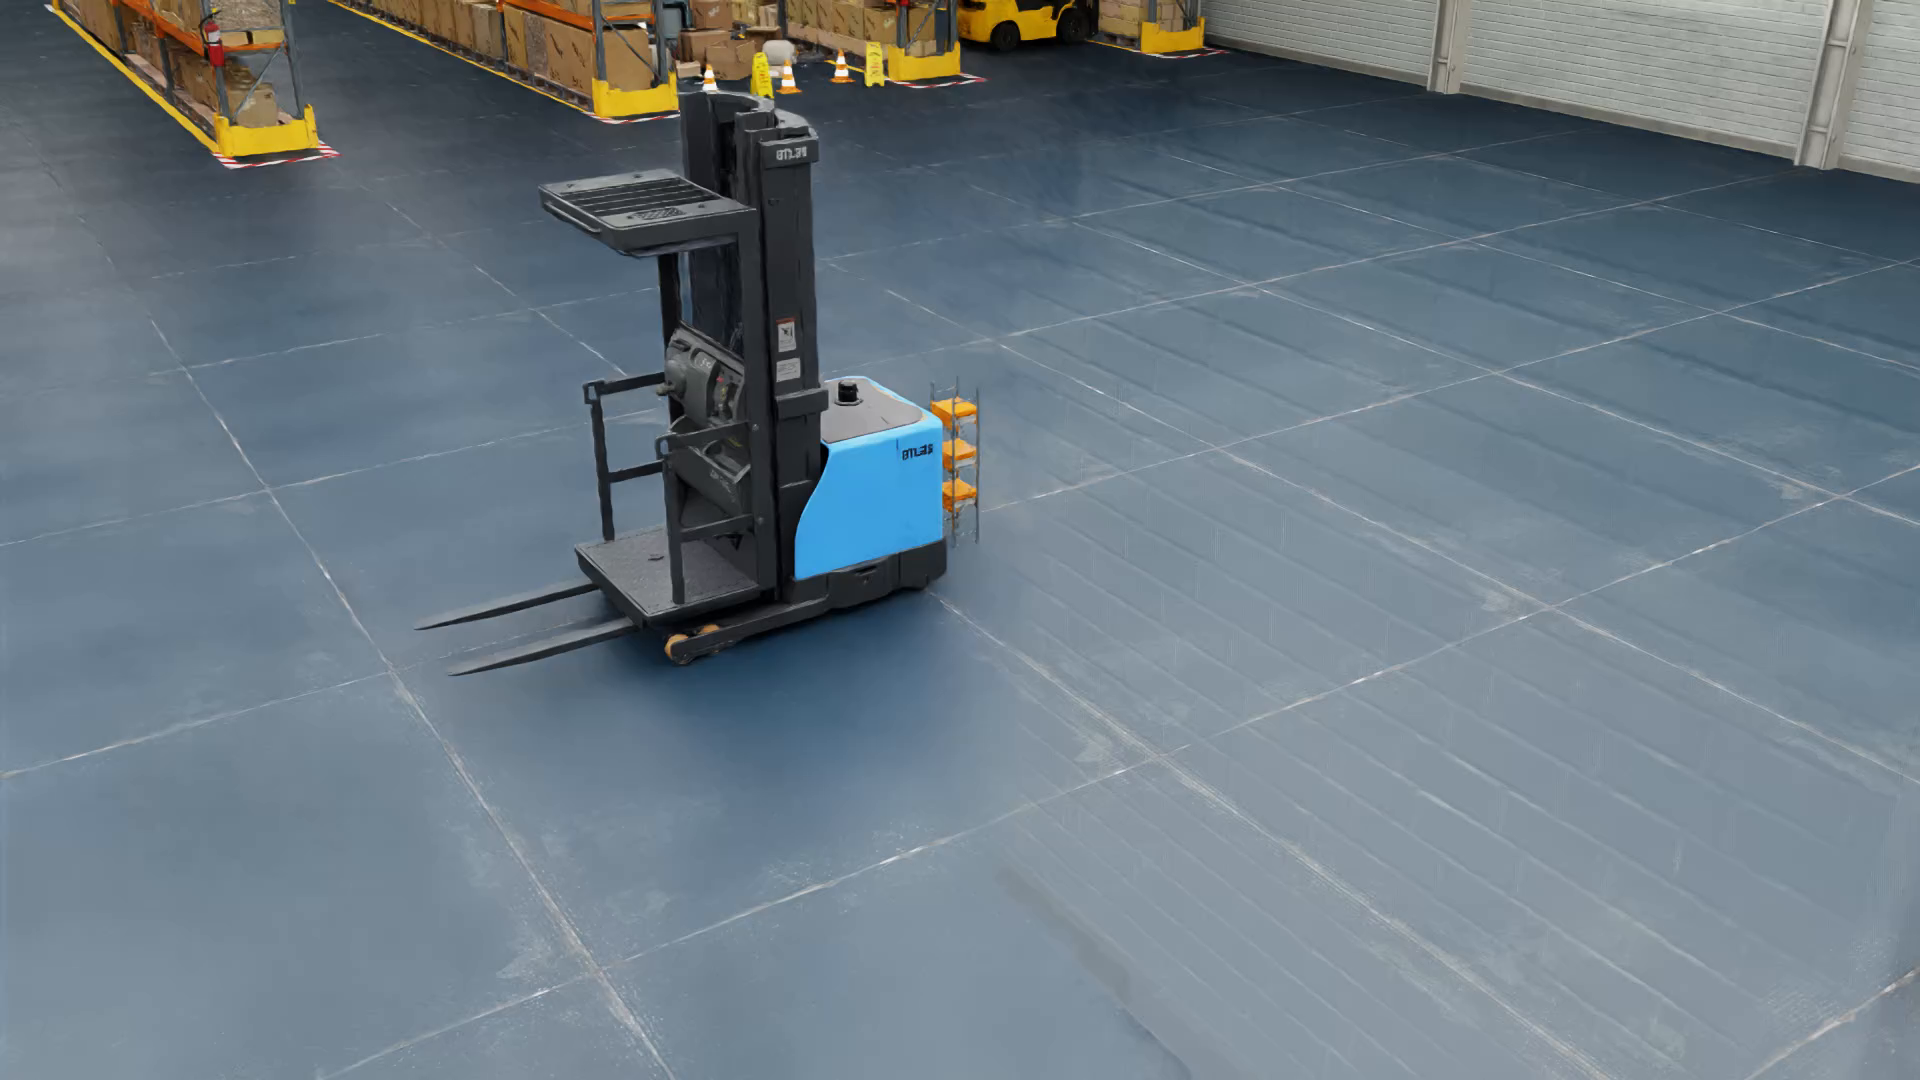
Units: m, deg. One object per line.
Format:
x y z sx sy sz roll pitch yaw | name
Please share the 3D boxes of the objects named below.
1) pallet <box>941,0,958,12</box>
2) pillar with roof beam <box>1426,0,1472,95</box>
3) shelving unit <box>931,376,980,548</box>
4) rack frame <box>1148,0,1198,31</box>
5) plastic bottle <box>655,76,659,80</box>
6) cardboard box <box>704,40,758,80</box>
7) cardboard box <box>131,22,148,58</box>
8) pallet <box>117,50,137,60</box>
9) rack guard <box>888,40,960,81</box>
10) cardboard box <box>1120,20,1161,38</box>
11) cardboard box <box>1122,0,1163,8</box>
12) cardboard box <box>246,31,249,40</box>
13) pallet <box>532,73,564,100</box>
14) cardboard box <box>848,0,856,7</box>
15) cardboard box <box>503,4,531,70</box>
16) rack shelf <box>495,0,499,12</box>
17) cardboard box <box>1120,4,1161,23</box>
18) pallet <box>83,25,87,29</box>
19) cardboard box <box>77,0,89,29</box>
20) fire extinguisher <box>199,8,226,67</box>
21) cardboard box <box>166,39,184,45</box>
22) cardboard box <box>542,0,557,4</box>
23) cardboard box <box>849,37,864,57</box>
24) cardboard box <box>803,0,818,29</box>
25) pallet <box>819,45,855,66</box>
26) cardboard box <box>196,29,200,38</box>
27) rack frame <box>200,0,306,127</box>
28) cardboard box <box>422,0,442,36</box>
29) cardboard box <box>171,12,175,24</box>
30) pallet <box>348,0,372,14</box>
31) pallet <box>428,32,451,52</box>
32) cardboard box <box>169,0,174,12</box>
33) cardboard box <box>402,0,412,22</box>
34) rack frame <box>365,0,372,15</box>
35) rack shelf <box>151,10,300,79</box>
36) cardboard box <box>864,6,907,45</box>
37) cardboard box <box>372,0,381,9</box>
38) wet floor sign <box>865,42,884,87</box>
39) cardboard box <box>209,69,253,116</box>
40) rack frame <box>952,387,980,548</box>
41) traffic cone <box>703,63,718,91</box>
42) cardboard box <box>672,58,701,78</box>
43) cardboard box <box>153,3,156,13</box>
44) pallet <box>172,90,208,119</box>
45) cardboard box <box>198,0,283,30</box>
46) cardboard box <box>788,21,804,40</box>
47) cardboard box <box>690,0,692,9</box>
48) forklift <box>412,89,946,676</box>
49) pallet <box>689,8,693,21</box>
0.349 -10.667 33.098 1.003 0.211 1.213 -16 29 -30 | pallet
3.681 -9.828 21.028 9.100 9.000 0.400 -16 29 -30 | pillar with roof beam
-0.029 -0.494 10.566 0.215 1.050 0.252 -16 29 -30 | shelving unit
3.637 -9.806 28.008 1.000 3.000 0.127 -16 29 -30 | rack frame
-4.620 -7.247 26.030 0.133 0.061 0.283 18 31 33 | plastic bottle
-3.600 -7.557 26.168 0.637 0.503 0.797 7 26 15 | cardboard box
-12.807 -8.033 26.665 0.700 0.500 0.500 -17 30 -32 | cardboard box
-13.557 -8.238 27.953 1.003 0.211 1.213 -16 29 -30 | pallet
-0.561 -7.544 26.146 1.175 0.500 0.348 -16 29 -30 | rack guard
3.116 -8.847 28.705 0.500 0.250 0.500 -15 29 -29 | cardboard box
3.124 -9.296 28.486 0.500 0.250 0.500 -14 29 -28 | cardboard box
-8.899 -6.476 21.248 0.380 0.149 0.250 -16 29 -30 | cardboard box
-5.776 -6.900 25.120 1.003 0.211 1.213 -16 29 -30 | pallet
-1.567 -8.659 26.668 0.380 0.149 0.250 -15 29 -29 | cardboard box
-6.511 -7.876 25.918 0.875 0.875 0.875 -15 29 -29 | cardboard box
-7.887 -9.279 27.734 1.077 0.370 4.000 -16 29 -30 | rack shelf
3.109 -9.079 28.613 0.500 0.250 0.500 -16 30 -30 | cardboard box
-15.723 -9.659 30.964 1.003 0.211 1.213 -16 29 -30 | pallet
-15.007 -9.635 29.643 1.225 0.875 0.875 -15 29 -29 | cardboard box
-9.146 -6.155 20.365 0.296 0.674 0.183 -16 29 -30 | fire extinguisher
-11.568 -7.237 24.979 0.700 0.500 0.500 -16 29 -30 | cardboard box
-5.695 -8.249 24.534 0.875 0.550 0.500 -16 29 -30 | cardboard box
-1.463 -8.008 26.928 0.500 0.250 0.500 -15 29 -29 | cardboard box
-2.305 -8.901 27.942 0.500 0.500 0.500 -14 29 -28 | cardboard box
-1.637 -8.148 27.764 1.003 0.211 1.213 -16 29 -30 | pallet
-9.590 -6.538 21.381 0.380 0.149 0.250 -16 29 -30 | cardboard box
-8.823 -6.338 20.662 1.000 3.000 0.127 -16 29 -30 | rack frame
-8.722 -9.253 28.980 1.050 0.750 0.750 -16 30 -30 | cardboard box
-10.438 -7.067 22.500 0.380 0.149 0.250 -16 29 -30 | cardboard box
-11.559 -10.721 33.213 1.003 0.211 1.213 -16 29 -30 | pallet
-8.612 -8.759 29.056 1.003 0.211 1.213 -16 29 -30 | pallet
-10.212 -7.431 22.511 0.875 0.500 0.500 -16 29 -30 | cardboard box
-9.838 -9.740 30.304 0.500 0.500 0.500 -14 29 -28 | cardboard box
-11.163 -11.750 32.126 1.000 3.000 0.127 -16 29 -30 | rack frame
-9.915 -6.728 22.331 1.077 0.370 4.000 -16 29 -30 | rack shelf
-1.176 -8.159 26.370 0.500 0.500 0.500 -15 29 -29 | cardboard box
-10.982 -10.483 31.879 0.500 0.500 0.500 -14 29 -28 | cardboard box
-1.312 -7.266 25.385 0.267 0.644 0.232 -6 26 -12 | wet floor sign
-9.831 -6.059 22.507 0.500 0.500 0.500 -13 28 -25 | cardboard box
0.037 -0.450 10.474 0.200 1.050 0.008 -16 29 -30 | rack frame
-3.712 -6.831 24.679 0.336 0.463 0.334 -16 29 -30 | traffic cone
-4.314 -7.467 26.255 0.396 0.266 0.258 -10 27 -21 | cardboard box
-11.141 -7.508 23.435 0.380 0.149 0.250 -16 29 -30 | cardboard box
-10.610 -6.276 23.797 1.003 0.211 1.213 -16 29 -30 | pallet
-9.100 -6.721 21.008 0.875 0.500 0.500 -16 29 -30 | cardboard box
-2.607 -8.751 28.502 0.500 0.250 0.500 -17 30 -32 | cardboard box
-4.587 -10.306 31.654 0.950 0.372 0.625 -18 31 -33 | cardboard box
-1.598 -0.889 9.199 3.031 2.935 1.130 -16 29 -30 | forklift
-4.462 -9.968 31.618 1.003 0.211 1.213 -16 29 -30 | pallet
